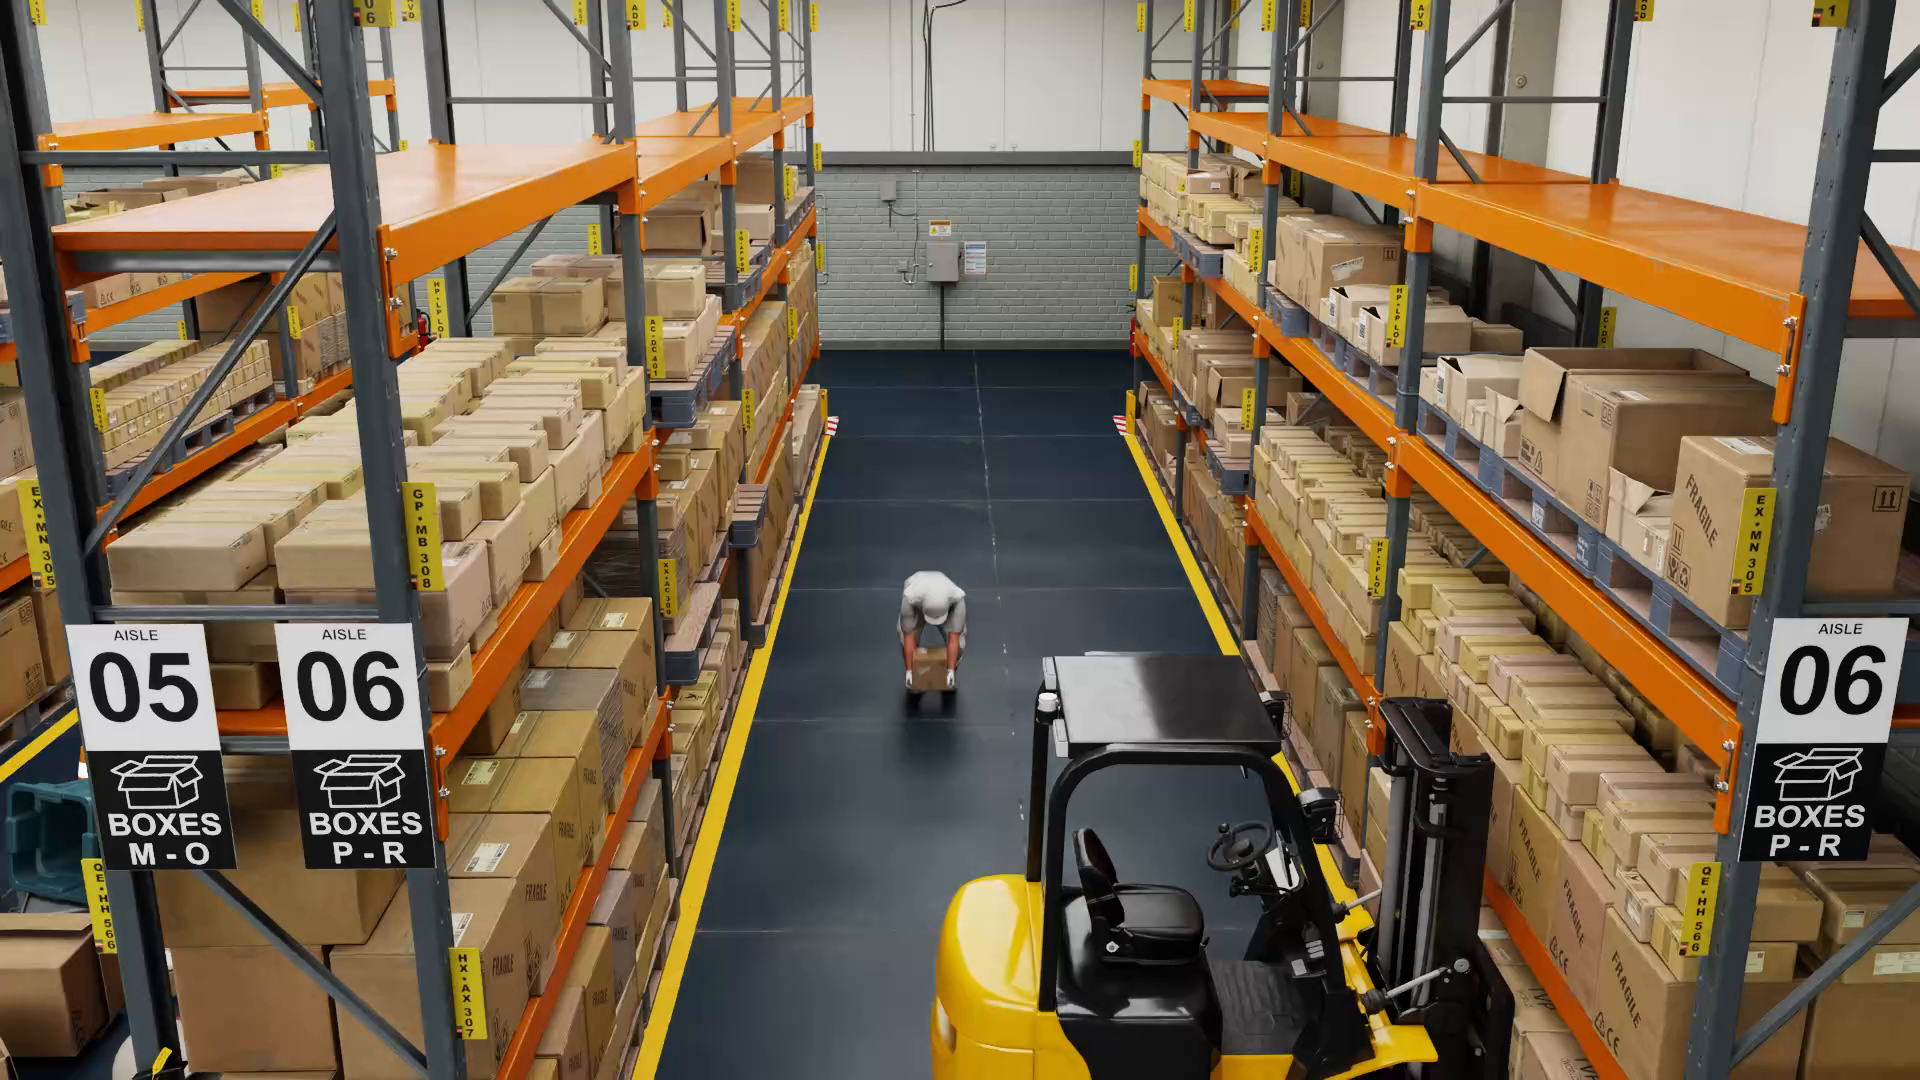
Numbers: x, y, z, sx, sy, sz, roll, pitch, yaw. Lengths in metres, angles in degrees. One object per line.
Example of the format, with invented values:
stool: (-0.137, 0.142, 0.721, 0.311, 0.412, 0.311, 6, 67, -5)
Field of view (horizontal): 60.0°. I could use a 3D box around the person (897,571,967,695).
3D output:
person: (-0.215, 0.711, 12.544, 0.519, 0.988, 0.950, -1, 17, -3)
